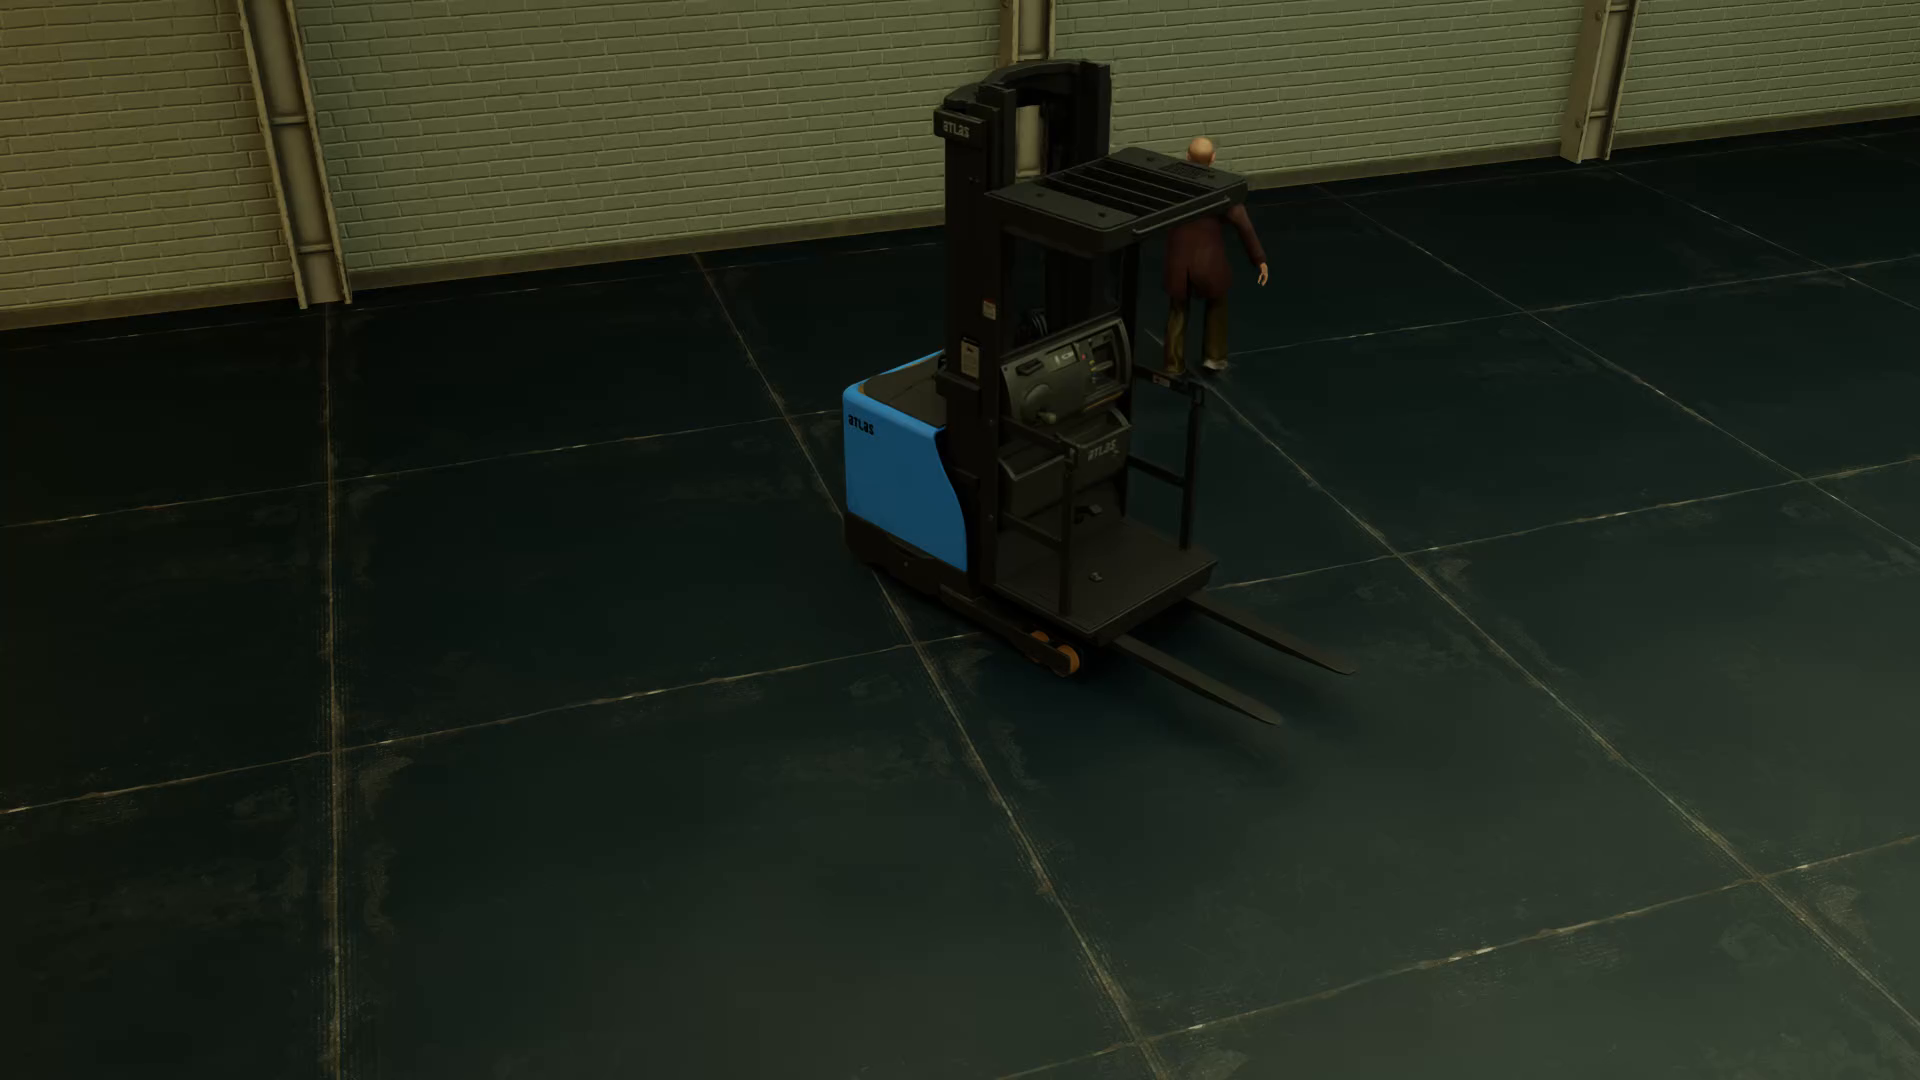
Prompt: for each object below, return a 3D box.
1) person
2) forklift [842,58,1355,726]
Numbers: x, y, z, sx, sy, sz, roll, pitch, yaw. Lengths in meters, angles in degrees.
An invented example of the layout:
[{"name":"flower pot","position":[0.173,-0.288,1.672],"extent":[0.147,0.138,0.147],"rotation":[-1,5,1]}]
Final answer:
[{"name":"person","position":[1.697,-1.967,11.746],"extent":[1.025,1.808,0.640],"rotation":[13,32,22]},{"name":"forklift","position":[0.710,-0.840,8.546],"extent":[1.130,2.935,3.031],"rotation":[-26,39,-37]}]
